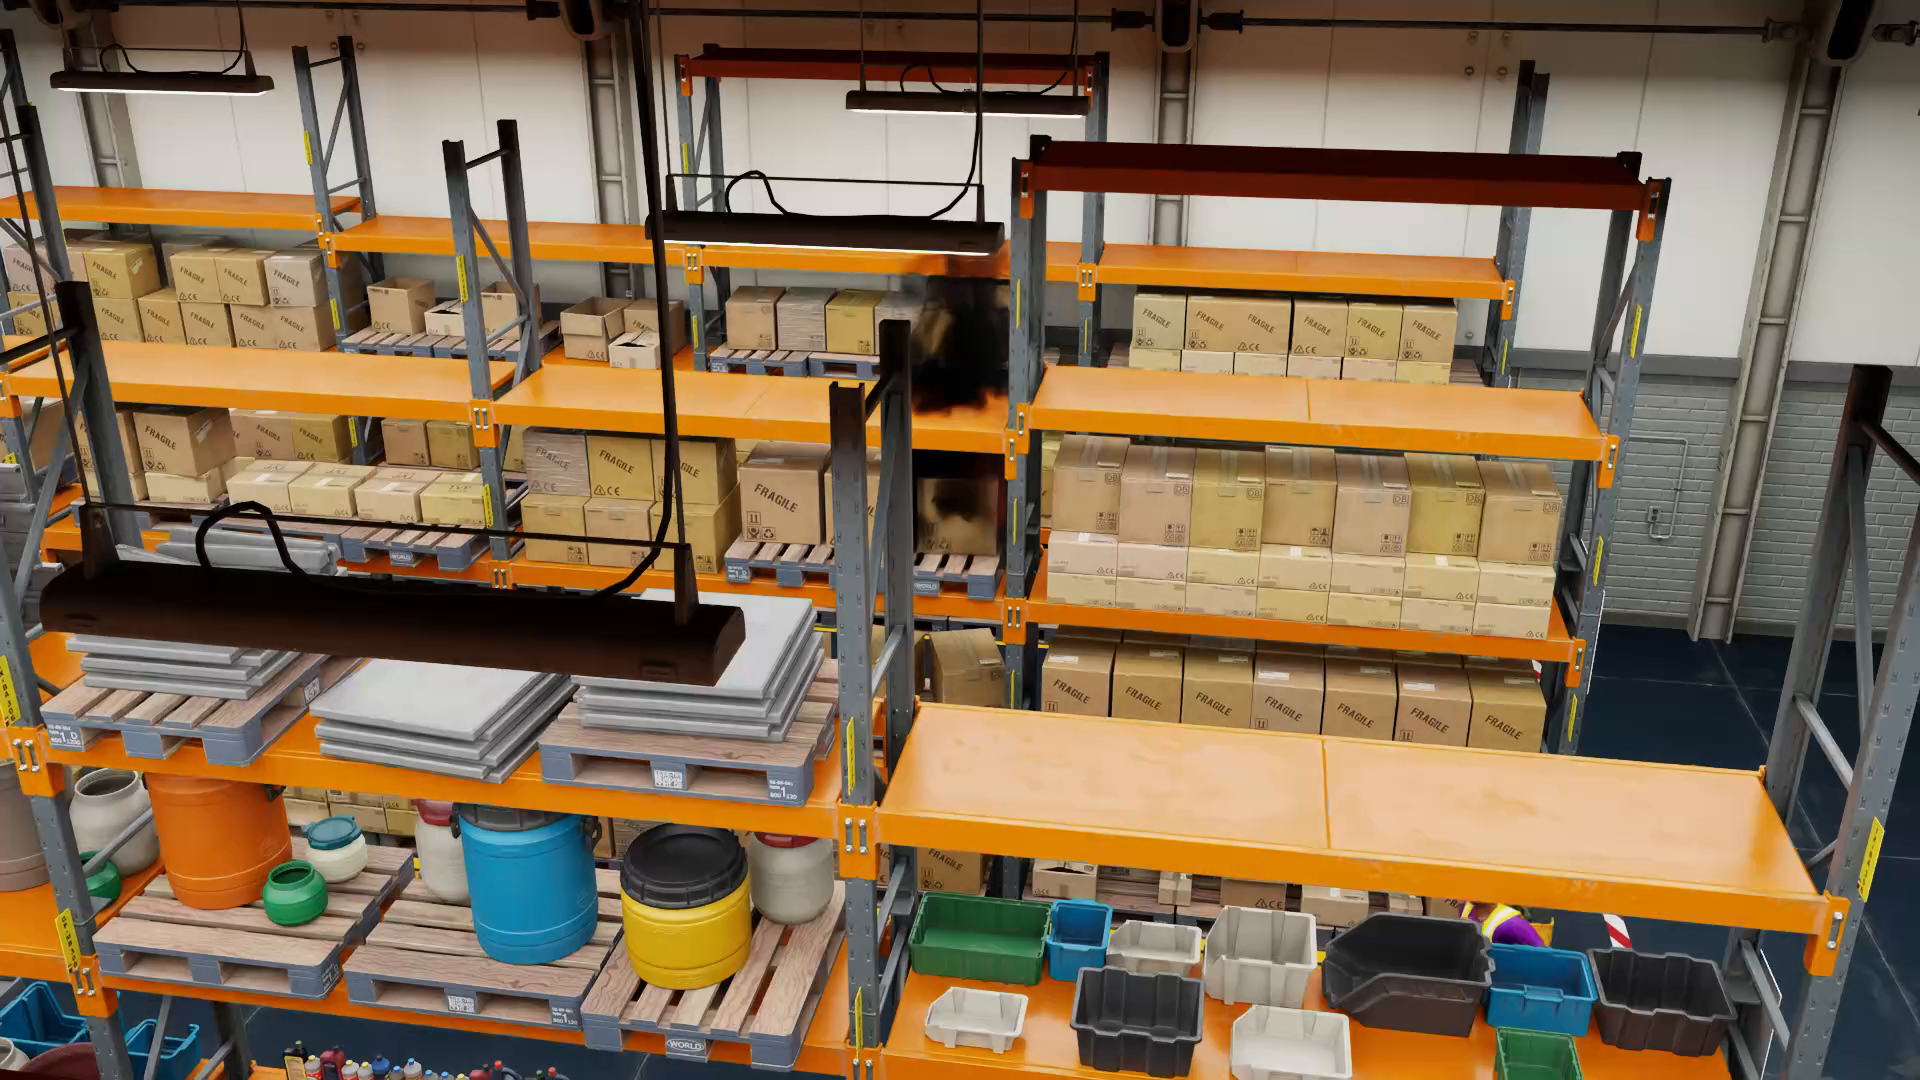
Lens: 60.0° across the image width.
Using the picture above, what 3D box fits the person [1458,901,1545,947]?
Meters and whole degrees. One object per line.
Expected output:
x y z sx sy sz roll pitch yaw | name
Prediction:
3.541 2.933 11.175 0.941 1.709 0.719 -4 23 -10 | person
